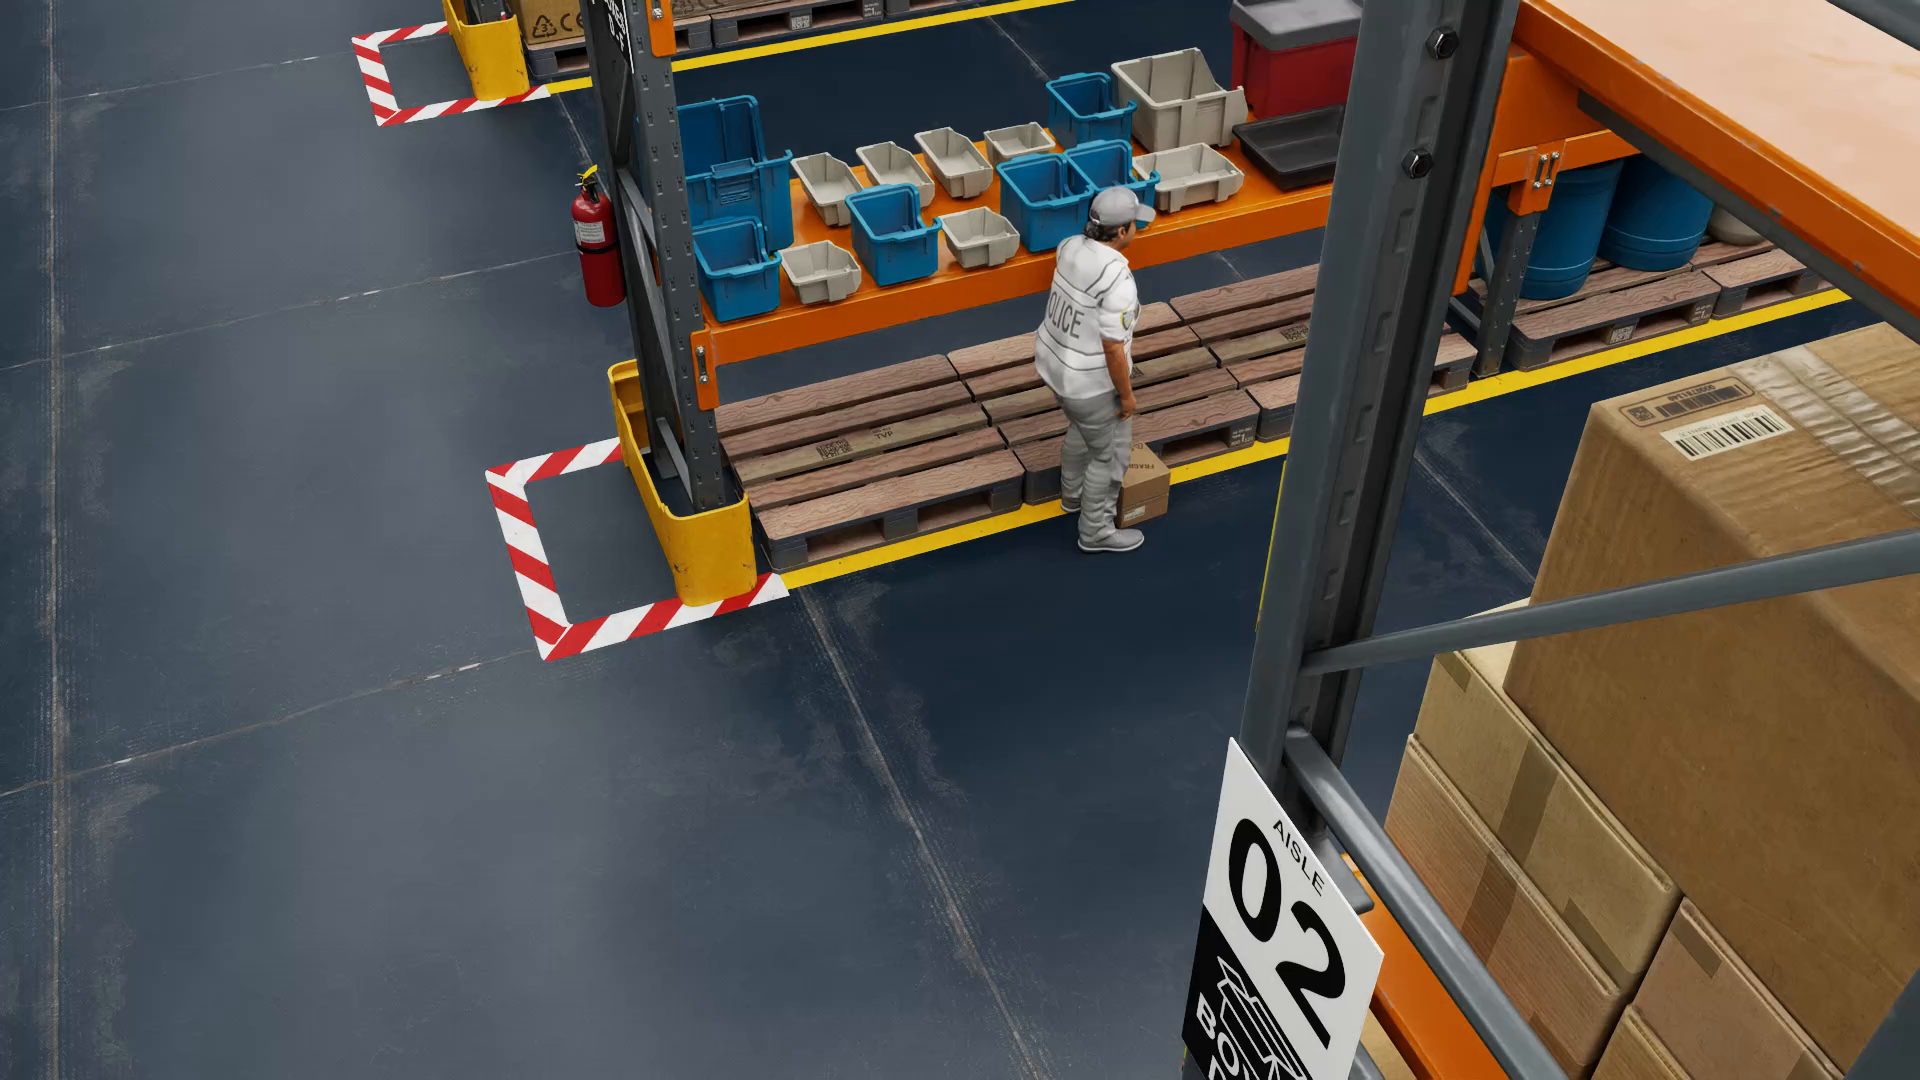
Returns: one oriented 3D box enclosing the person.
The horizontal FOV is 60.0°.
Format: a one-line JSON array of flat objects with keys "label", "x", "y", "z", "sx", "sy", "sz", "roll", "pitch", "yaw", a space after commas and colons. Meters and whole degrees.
[{"label": "person", "x": 0.580, "y": -0.713, "z": 7.021, "sx": 0.470, "sy": 1.666, "sz": 0.563, "roll": -19, "pitch": 45, "yaw": -20}]
